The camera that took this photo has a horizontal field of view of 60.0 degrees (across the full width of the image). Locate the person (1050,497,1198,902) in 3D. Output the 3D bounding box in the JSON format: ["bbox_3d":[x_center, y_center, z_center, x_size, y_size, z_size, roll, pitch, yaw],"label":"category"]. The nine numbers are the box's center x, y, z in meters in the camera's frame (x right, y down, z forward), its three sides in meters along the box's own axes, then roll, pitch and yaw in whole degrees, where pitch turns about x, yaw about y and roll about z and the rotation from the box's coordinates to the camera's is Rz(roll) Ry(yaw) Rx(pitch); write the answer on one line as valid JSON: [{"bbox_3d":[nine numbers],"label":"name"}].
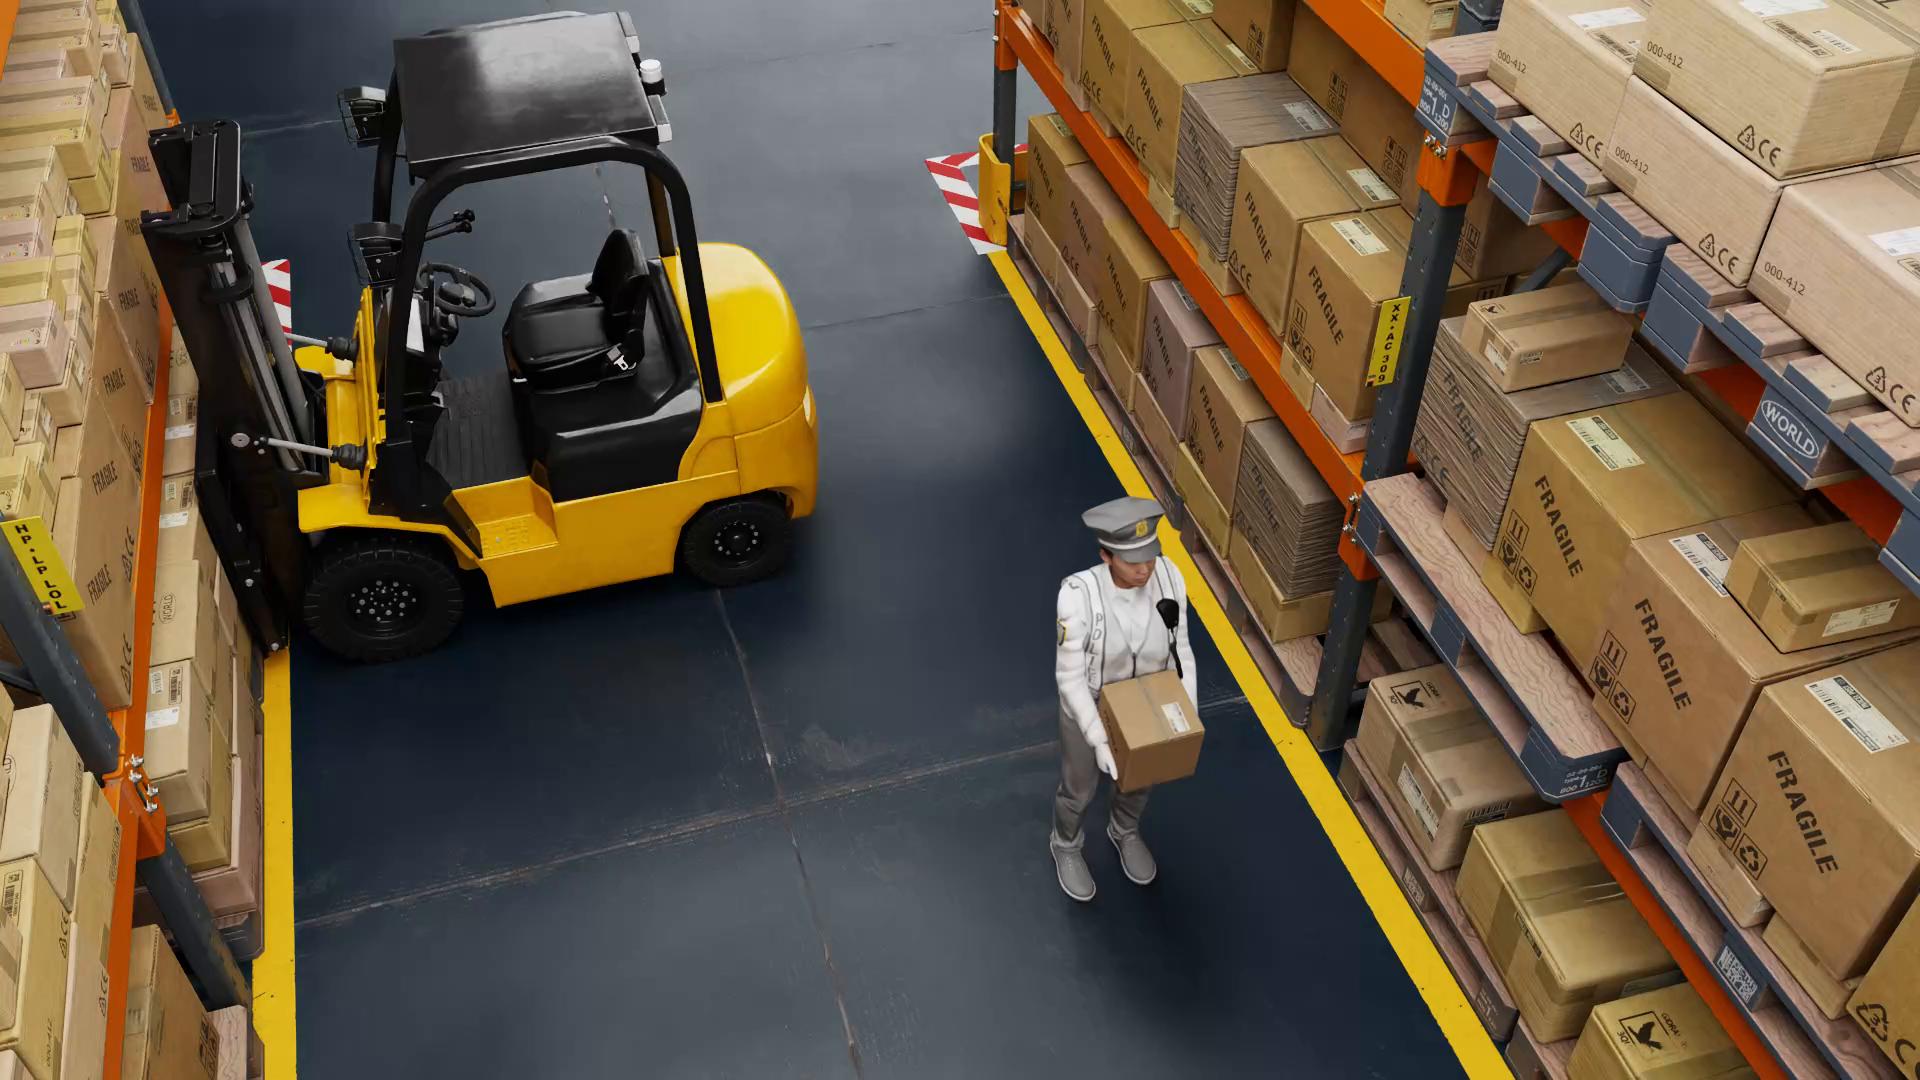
[{"bbox_3d":[0.537,0.598,5.492,0.458,1.689,0.543,-12,44,-13],"label":"person"}]
